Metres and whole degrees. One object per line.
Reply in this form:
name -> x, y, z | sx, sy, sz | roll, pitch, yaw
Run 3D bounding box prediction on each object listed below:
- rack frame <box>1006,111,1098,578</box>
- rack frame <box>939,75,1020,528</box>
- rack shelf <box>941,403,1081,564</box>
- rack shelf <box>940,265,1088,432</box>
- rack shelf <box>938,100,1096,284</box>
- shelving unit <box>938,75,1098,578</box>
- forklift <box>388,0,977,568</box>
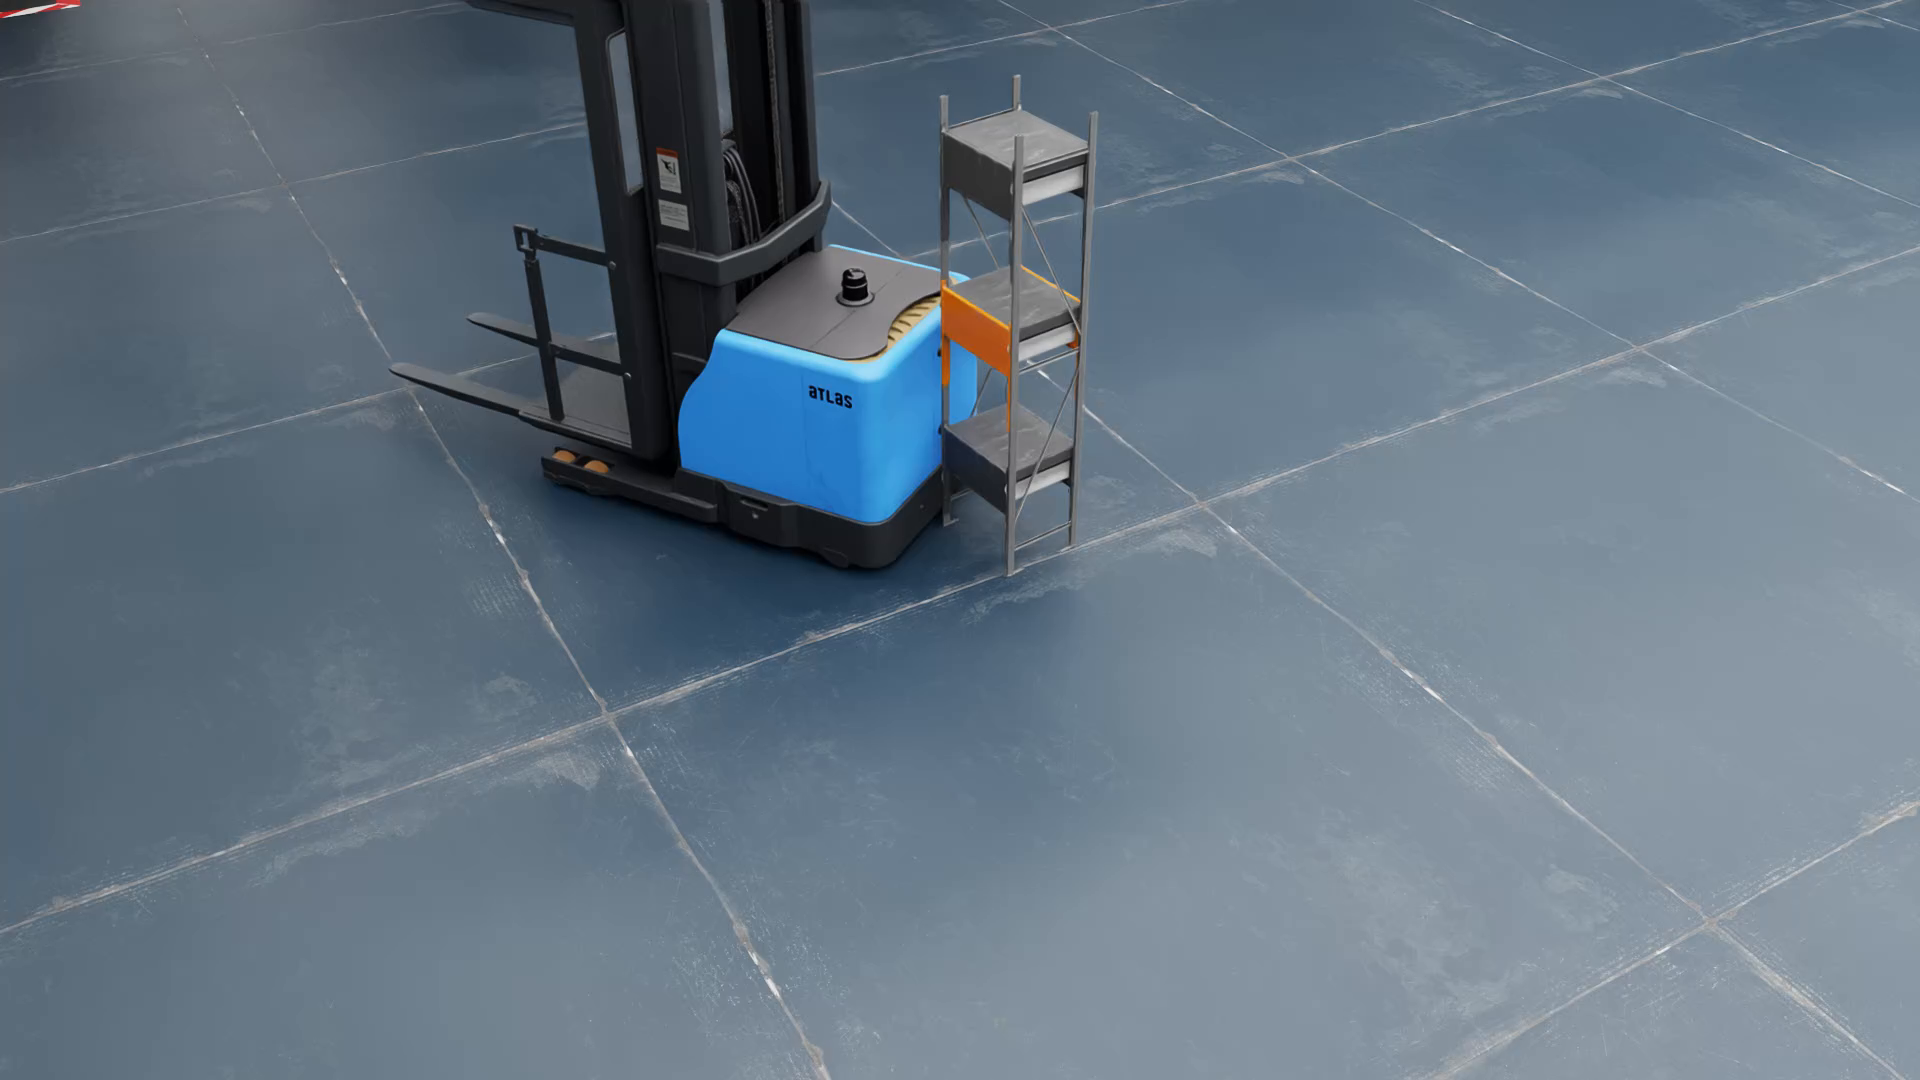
rack frame -> 0.372, -0.748, 6.994 | 0.400, 2.100, 0.015 | -24, 42, -29
rack frame -> 0.081, -0.979, 7.311 | 0.400, 2.100, 0.015 | -24, 42, -29
rack shelf -> 0.227, -0.287, 7.573 | 0.431, 0.518, 0.480 | -24, 42, -29
rack shelf -> 0.227, -0.853, 7.160 | 0.431, 0.518, 0.480 | -24, 42, -29
rack shelf -> 0.227, -1.418, 6.747 | 0.431, 0.518, 0.480 | -24, 42, -29
shelving unit -> 0.227, -0.864, 7.152 | 0.431, 2.100, 0.503 | -24, 42, -29
forklift -> -1.457, -1.658, 7.536 | 3.031, 2.935, 1.130 | 17, 39, 22
